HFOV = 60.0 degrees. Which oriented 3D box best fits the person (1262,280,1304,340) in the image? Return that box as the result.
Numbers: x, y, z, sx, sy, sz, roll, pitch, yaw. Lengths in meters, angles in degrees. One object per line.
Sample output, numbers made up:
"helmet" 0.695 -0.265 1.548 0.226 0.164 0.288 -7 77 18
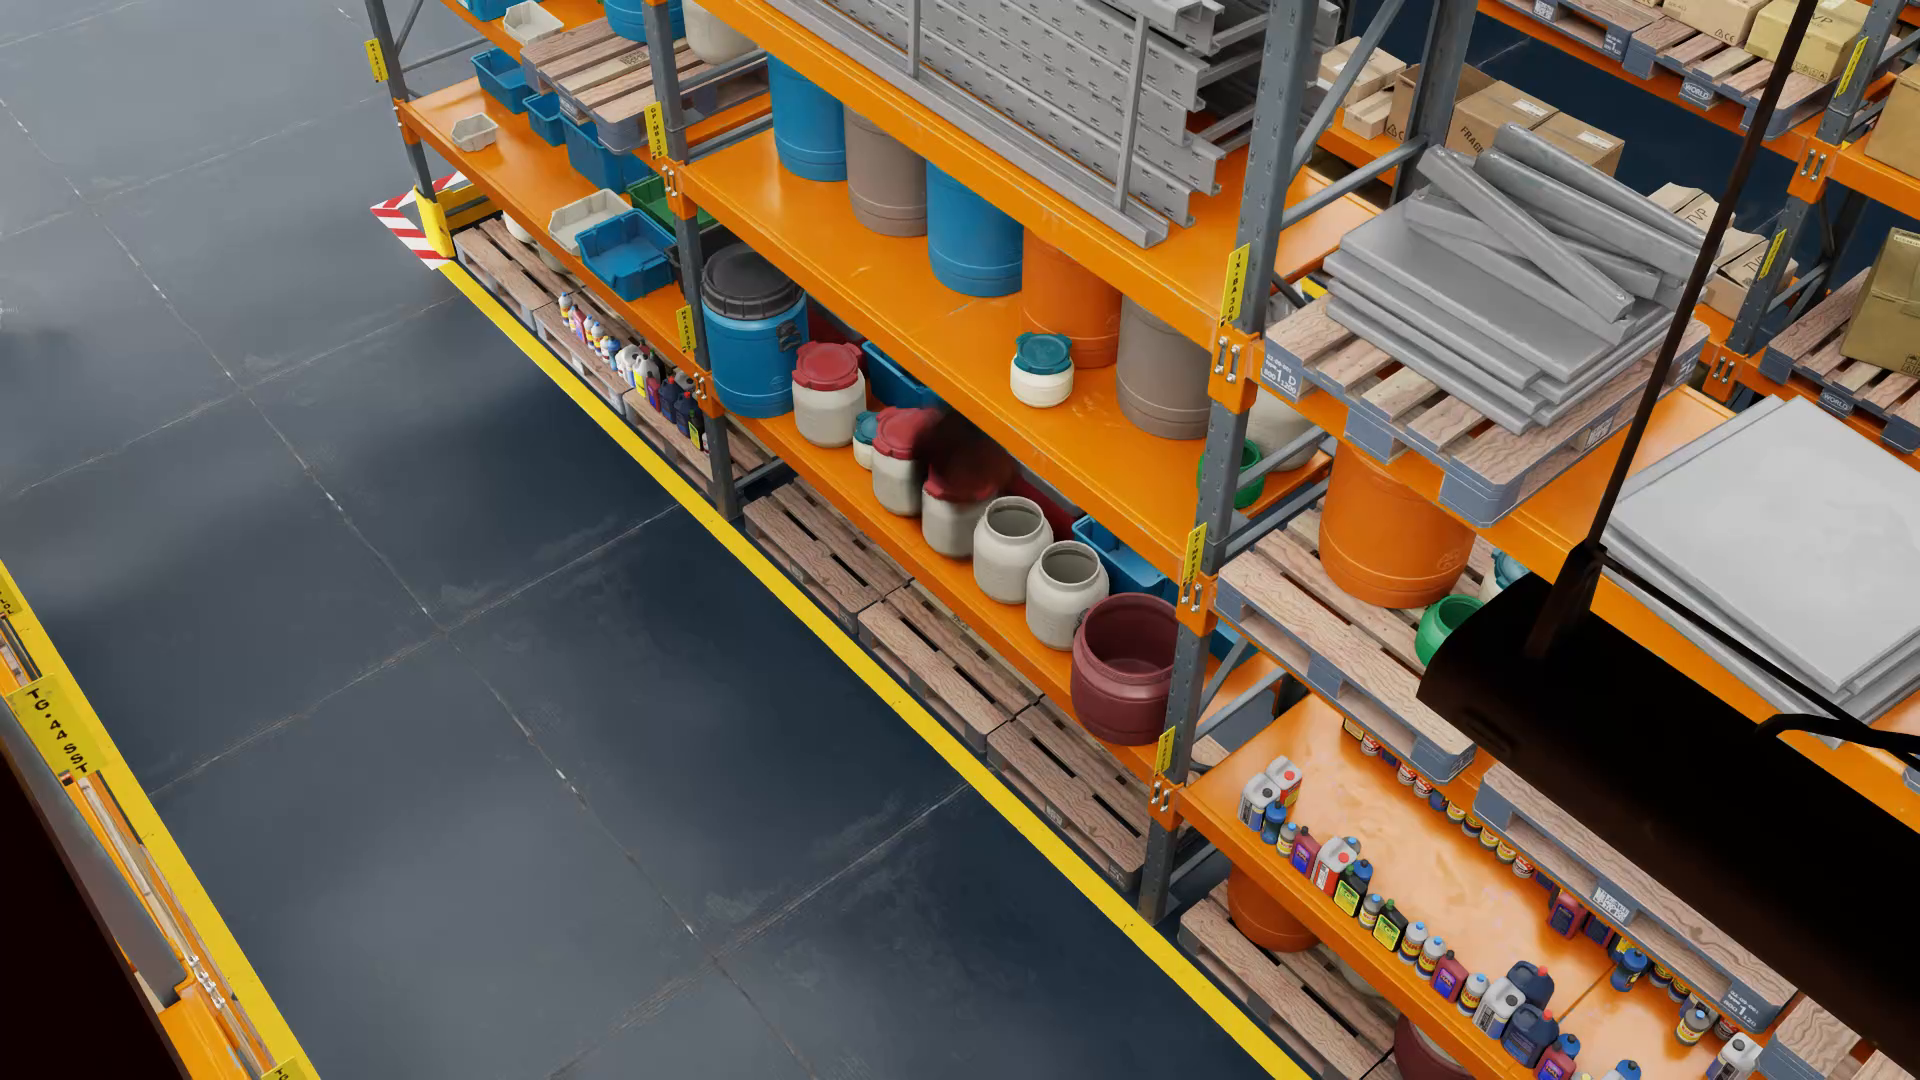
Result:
"person" 2.031 -1.352 10.799 0.568 1.588 0.595 -9 47 -9
